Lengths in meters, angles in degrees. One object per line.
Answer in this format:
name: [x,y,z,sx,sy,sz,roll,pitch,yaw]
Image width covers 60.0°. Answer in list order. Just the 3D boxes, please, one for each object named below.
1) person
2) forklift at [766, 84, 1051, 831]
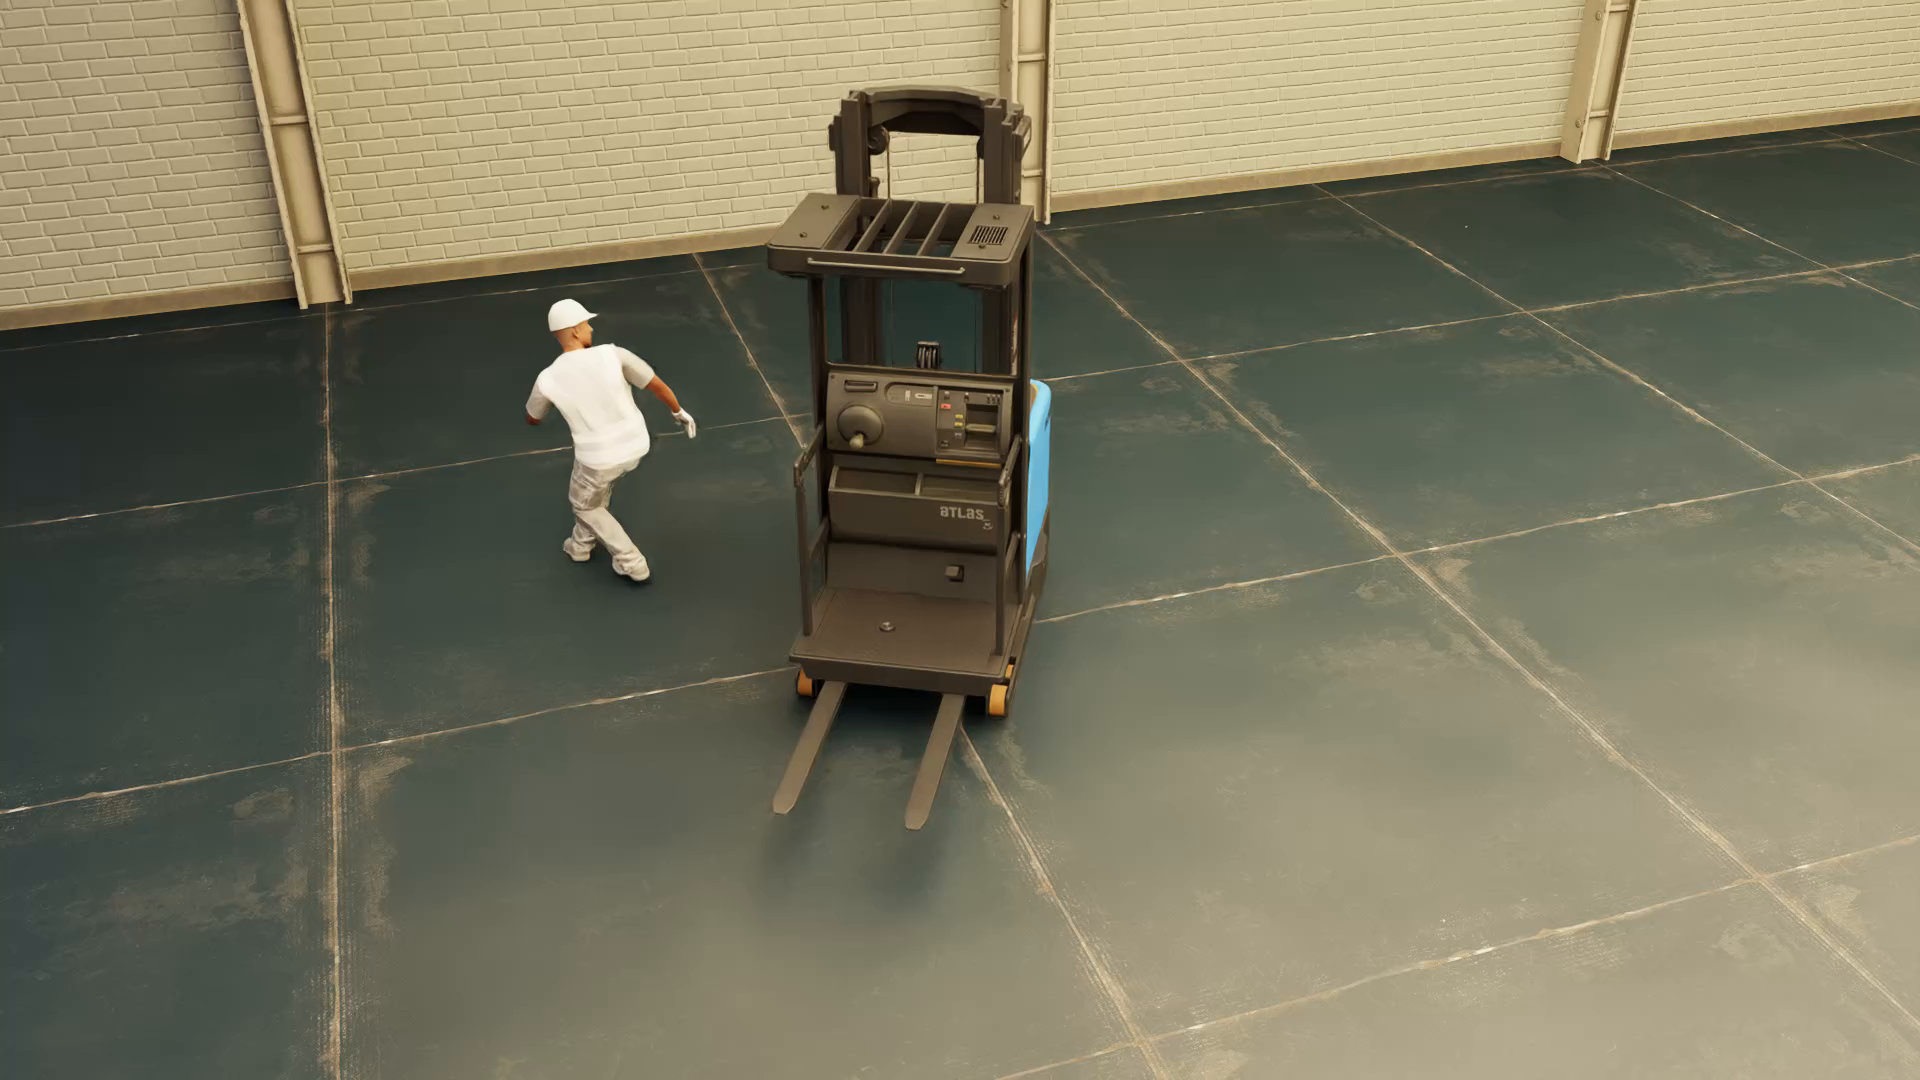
person: [-2.019,-0.609,9.467,0.841,1.646,0.841,-20,35,-31]
forklift: [-12.152,1.507,4.467,23.089,2.935,15.463,5,30,9]
